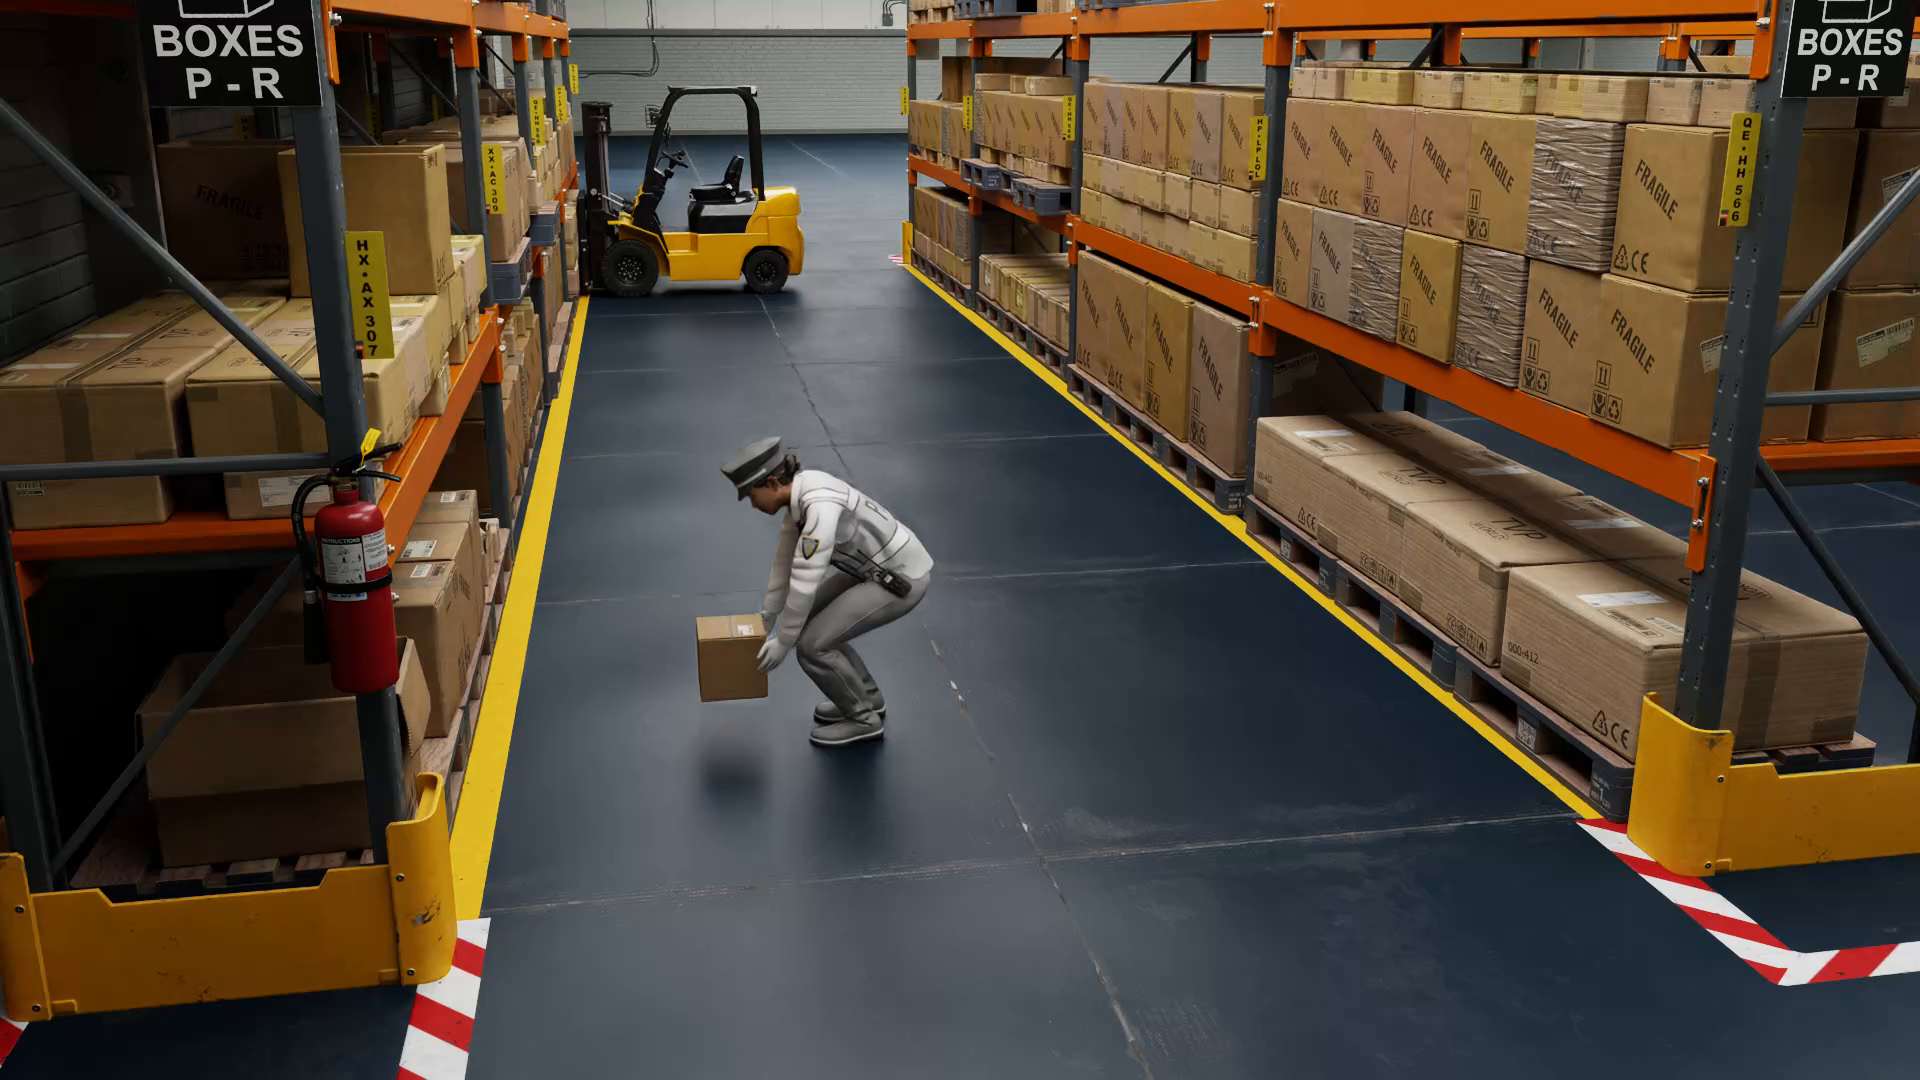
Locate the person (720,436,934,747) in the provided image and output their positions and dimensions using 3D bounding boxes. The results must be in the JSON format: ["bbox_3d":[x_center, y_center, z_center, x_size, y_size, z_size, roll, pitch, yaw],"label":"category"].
[{"bbox_3d":[-0.491,0.181,6.273,0.788,1.188,0.524,-3,17,-10],"label":"person"}]
